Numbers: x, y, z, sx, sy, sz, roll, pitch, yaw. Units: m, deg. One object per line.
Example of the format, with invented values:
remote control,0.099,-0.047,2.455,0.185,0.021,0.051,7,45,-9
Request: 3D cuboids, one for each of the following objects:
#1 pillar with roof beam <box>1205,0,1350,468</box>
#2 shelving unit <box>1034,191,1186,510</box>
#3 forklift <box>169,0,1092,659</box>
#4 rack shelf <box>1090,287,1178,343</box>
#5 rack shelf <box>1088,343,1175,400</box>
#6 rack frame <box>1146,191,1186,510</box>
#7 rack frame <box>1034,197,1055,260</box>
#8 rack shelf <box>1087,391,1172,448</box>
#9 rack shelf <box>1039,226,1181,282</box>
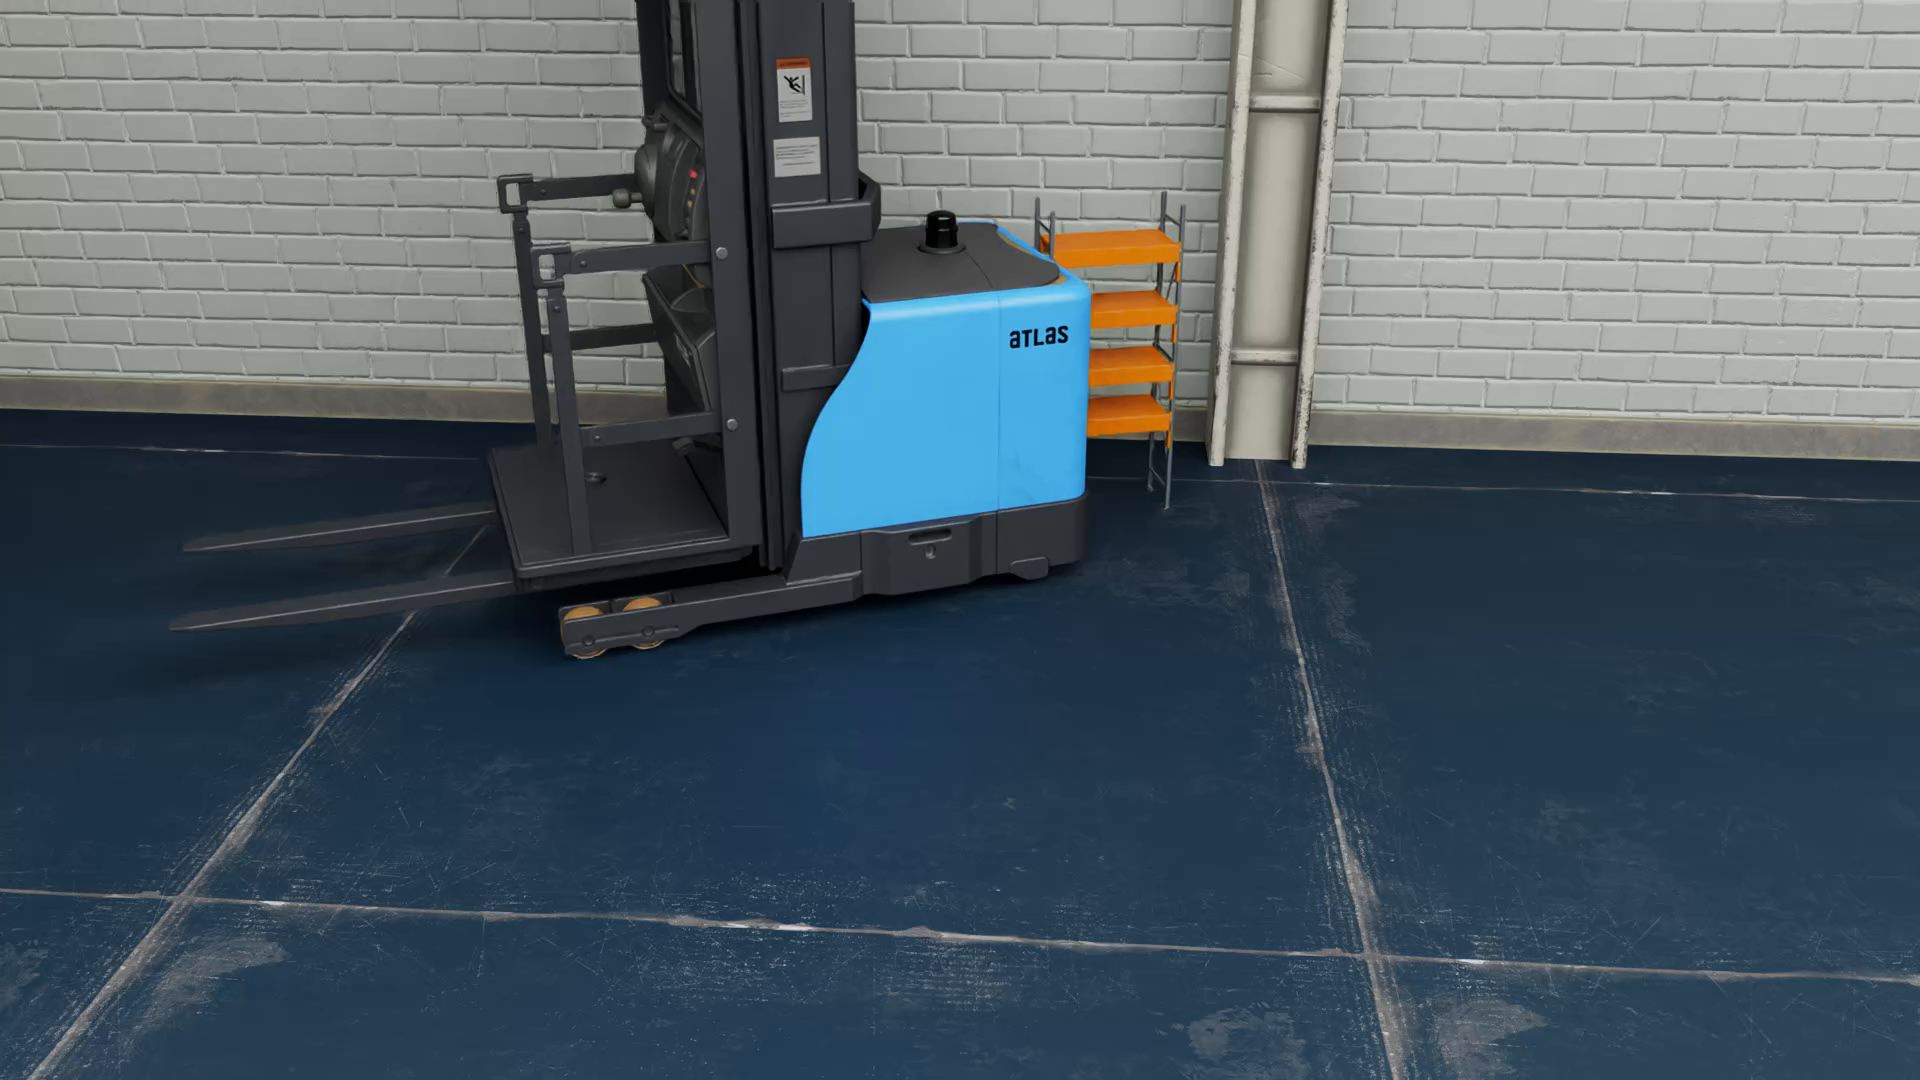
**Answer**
pillar with roof beam,0.918,-2.662,1.269,0.400,9.000,9.100,2,25,4
shelving unit,0.547,-0.691,6.317,0.503,1.200,0.258,-5,25,-11
forklift,-1.117,-1.194,5.338,3.031,2.935,1.130,-8,26,-18
rack shelf,0.547,-0.833,6.252,0.480,0.148,0.258,-5,25,-11
rack shelf,0.547,-0.630,6.345,0.480,0.148,0.258,-5,25,-11
rack frame,0.786,-0.712,6.362,0.015,1.200,0.240,-5,25,-11
rack frame,0.308,-0.670,6.271,0.015,1.200,0.240,-5,25,-11
rack shelf,0.547,-0.450,6.428,0.480,0.148,0.258,-5,25,-11
rack shelf,0.547,-1.048,6.153,0.480,0.148,0.258,-5,25,-11
